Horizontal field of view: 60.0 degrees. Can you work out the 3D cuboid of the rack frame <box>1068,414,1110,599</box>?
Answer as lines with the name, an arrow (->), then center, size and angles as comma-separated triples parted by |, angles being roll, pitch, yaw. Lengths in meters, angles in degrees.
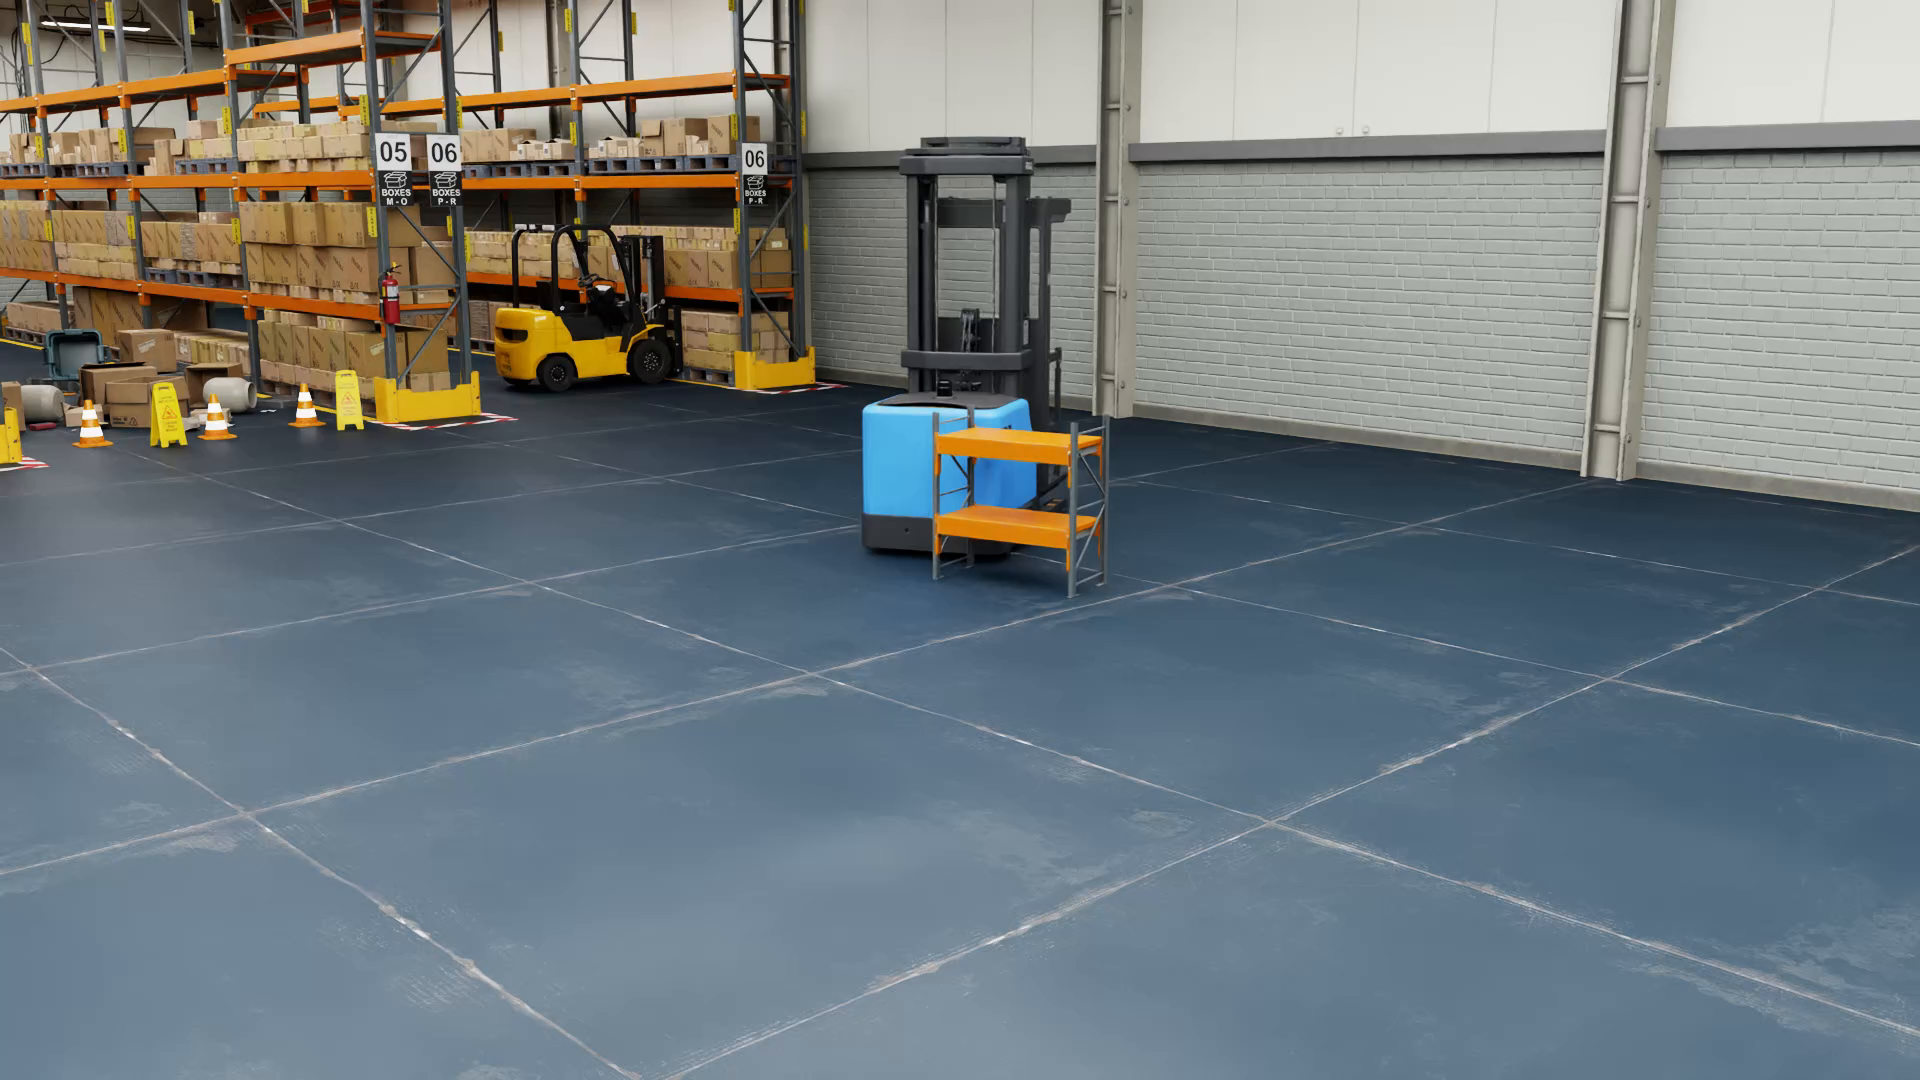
rack frame -> 0.831, -0.221, 10.697 | 0.032, 1.125, 0.500 | 7, 13, 30

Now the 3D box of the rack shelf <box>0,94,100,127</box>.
rack shelf -> -15.777, -7.315, 28.388 | 1.077, 0.370, 4.000 | -11, 16, -43

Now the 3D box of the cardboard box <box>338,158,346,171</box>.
cardboard box -> -6.912, -4.316, 19.115 | 0.380, 0.149, 0.250 | -10, 15, -41

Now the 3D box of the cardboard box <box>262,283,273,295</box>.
cardboard box -> -8.674, -3.222, 21.238 | 0.380, 0.149, 0.250 | -10, 15, -41

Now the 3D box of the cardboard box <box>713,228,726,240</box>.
cardboard box -> -3.114, -4.141, 22.483 | 0.380, 0.149, 0.250 | -11, 16, -42

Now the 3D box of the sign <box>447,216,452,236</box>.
sign -> -8.432, -5.192, 27.508 | 0.100, 0.325, 0.005 | -11, 16, -43

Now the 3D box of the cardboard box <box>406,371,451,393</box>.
cardboard box -> -6.466, -1.897, 19.957 | 0.500, 0.250, 0.500 | -11, 16, -43

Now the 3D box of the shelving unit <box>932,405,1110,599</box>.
shelving unit -> 0.394, -0.274, 10.951 | 1.048, 1.125, 0.538 | 7, 13, 30

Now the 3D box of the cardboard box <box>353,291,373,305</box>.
cardboard box -> -6.777, -2.805, 19.214 | 0.380, 0.149, 0.250 | -11, 16, -43

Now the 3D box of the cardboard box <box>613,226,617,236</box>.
cardboard box -> -4.850, -4.520, 24.326 | 0.380, 0.149, 0.250 | -11, 16, -44

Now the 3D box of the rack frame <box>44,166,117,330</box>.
rack frame -> -14.396, -4.633, 27.464 | 1.000, 3.000, 0.127 | -11, 16, -43

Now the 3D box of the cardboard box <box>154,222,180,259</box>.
cardboard box -> -11.125, -4.276, 23.708 | 0.500, 0.500, 0.500 | -10, 15, -40

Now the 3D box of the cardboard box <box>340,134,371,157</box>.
cardboard box -> -6.657, -4.460, 18.826 | 0.500, 0.250, 0.500 | -11, 16, -43

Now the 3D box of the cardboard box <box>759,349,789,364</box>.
cardboard box -> -2.719, -2.532, 23.039 | 0.500, 0.250, 0.500 | -11, 16, -42

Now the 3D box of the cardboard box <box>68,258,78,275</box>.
cardboard box -> -13.924, -4.383, 26.623 | 0.500, 0.250, 0.500 | 11, 16, 44

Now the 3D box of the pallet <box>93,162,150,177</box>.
pallet -> -12.116, -5.512, 24.767 | 1.213, 0.211, 1.003 | -10, 15, -40

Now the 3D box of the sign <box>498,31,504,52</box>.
sign -> -7.647, -8.292, 27.653 | 0.100, 0.325, 0.005 | -11, 16, -43

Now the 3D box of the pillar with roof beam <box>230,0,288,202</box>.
pillar with roof beam -> -17.894, -8.766, 32.660 | 9.100, 9.000, 0.548 | -11, 16, -43

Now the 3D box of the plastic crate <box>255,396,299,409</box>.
plastic crate -> -8.380, -1.692, 20.425 | 0.583, 0.080, 0.402 | 6, 13, 26

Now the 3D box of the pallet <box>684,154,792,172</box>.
pallet -> -2.991, -5.106, 22.548 | 1.003, 0.211, 1.213 | -11, 16, -43

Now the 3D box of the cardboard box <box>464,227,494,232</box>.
cardboard box -> -8.288, -5.093, 28.408 | 0.500, 0.500, 0.500 | -10, 15, -40

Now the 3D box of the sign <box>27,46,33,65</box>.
sign -> -16.756, -8.725, 29.947 | 0.100, 0.325, 0.005 | -11, 16, -43

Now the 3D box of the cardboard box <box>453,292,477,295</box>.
cardboard box -> -8.695, -4.280, 29.299 | 0.250, 0.149, 0.380 | 11, 16, 43

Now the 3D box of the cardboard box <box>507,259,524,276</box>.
cardboard box -> -6.855, -4.345, 26.438 | 0.500, 0.250, 0.500 | -10, 15, -41

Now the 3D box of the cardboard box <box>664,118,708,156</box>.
cardboard box -> -3.638, -5.540, 22.900 | 0.700, 0.500, 0.500 | -11, 16, -42

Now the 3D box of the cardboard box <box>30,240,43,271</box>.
cardboard box -> -15.260, -4.788, 27.970 | 0.500, 0.500, 0.500 | 11, 16, 44

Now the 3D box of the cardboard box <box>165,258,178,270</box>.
cardboard box -> -11.042, -3.923, 23.601 | 0.380, 0.149, 0.250 | -11, 16, -42

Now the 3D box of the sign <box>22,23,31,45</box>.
sign -> -14.814, -8.032, 26.391 | 0.100, 0.325, 0.005 | -11, 16, -43

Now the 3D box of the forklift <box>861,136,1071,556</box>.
forklift -> 0.215, -1.578, 12.808 | 1.130, 2.935, 3.031 | 4, 12, 17

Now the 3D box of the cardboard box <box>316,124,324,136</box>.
cardboard box -> -7.359, -4.827, 19.618 | 0.250, 0.149, 0.380 | 11, 16, 44

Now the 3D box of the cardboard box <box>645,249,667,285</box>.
cardboard box -> -4.112, -3.881, 23.570 | 0.500, 0.500, 0.500 | -11, 16, -42

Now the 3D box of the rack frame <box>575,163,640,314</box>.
rack frame -> -5.284, -4.157, 25.157 | 1.000, 3.000, 0.127 | -11, 16, -43

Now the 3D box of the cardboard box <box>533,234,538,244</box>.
cardboard box -> -6.416, -4.688, 25.877 | 0.250, 0.149, 0.380 | 11, 16, 44

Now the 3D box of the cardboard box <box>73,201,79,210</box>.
cardboard box -> -14.615, -5.607, 27.857 | 0.380, 0.149, 0.250 | -11, 16, -42

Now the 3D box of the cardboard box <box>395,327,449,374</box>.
cardboard box -> -6.483, -2.267, 19.898 | 0.500, 0.500, 0.500 | 11, 16, 43

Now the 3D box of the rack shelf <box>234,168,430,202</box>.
rack shelf -> -7.490, -4.290, 20.150 | 1.077, 0.370, 4.000 | -11, 16, -43

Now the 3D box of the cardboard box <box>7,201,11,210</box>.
cardboard box -> -16.228, -5.791, 28.753 | 0.380, 0.149, 0.250 | -11, 16, -42

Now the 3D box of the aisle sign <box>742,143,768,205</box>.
aisle sign -> -2.688, -4.796, 21.816 | 0.394, 0.787, 0.004 | -11, 16, -43

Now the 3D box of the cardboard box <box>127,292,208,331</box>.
cardboard box -> -12.050, -3.326, 25.348 | 0.875, 0.875, 0.875 | -11, 16, -43

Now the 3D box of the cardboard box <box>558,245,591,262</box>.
cardboard box -> -5.808, -4.365, 25.297 | 0.500, 0.250, 0.500 | -11, 16, -44

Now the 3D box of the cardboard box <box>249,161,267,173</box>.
cardboard box -> -8.695, -4.685, 20.908 | 0.380, 0.149, 0.250 | -11, 16, -42

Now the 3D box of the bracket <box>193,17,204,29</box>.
bracket -> -16.961, -11.486, 36.941 | 0.235, 0.232, 0.430 | -11, 16, -43

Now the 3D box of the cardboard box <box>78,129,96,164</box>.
cardboard box -> -13.060, -5.990, 25.328 | 0.500, 0.500, 0.500 | -11, 16, -42

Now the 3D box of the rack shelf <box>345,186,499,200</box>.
rack shelf -> -9.427, -6.150, 29.177 | 1.077, 0.370, 4.000 | -11, 16, -43

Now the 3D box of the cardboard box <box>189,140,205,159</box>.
cardboard box -> -10.076, -5.281, 22.507 | 0.500, 0.250, 0.500 | -11, 16, -42

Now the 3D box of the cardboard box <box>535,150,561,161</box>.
cardboard box -> -6.263, -5.876, 25.401 | 0.380, 0.149, 0.250 | -11, 16, -43

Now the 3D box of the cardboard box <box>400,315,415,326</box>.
cardboard box -> -9.567, -3.978, 29.440 | 0.500, 0.500, 0.500 | 11, 16, 43

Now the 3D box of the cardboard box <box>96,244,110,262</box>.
cardboard box -> -12.877, -4.402, 25.476 | 0.500, 0.250, 0.500 | 11, 16, 44

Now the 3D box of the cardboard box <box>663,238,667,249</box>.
cardboard box -> -3.974, -4.185, 23.434 | 0.380, 0.149, 0.250 | -11, 16, -43
